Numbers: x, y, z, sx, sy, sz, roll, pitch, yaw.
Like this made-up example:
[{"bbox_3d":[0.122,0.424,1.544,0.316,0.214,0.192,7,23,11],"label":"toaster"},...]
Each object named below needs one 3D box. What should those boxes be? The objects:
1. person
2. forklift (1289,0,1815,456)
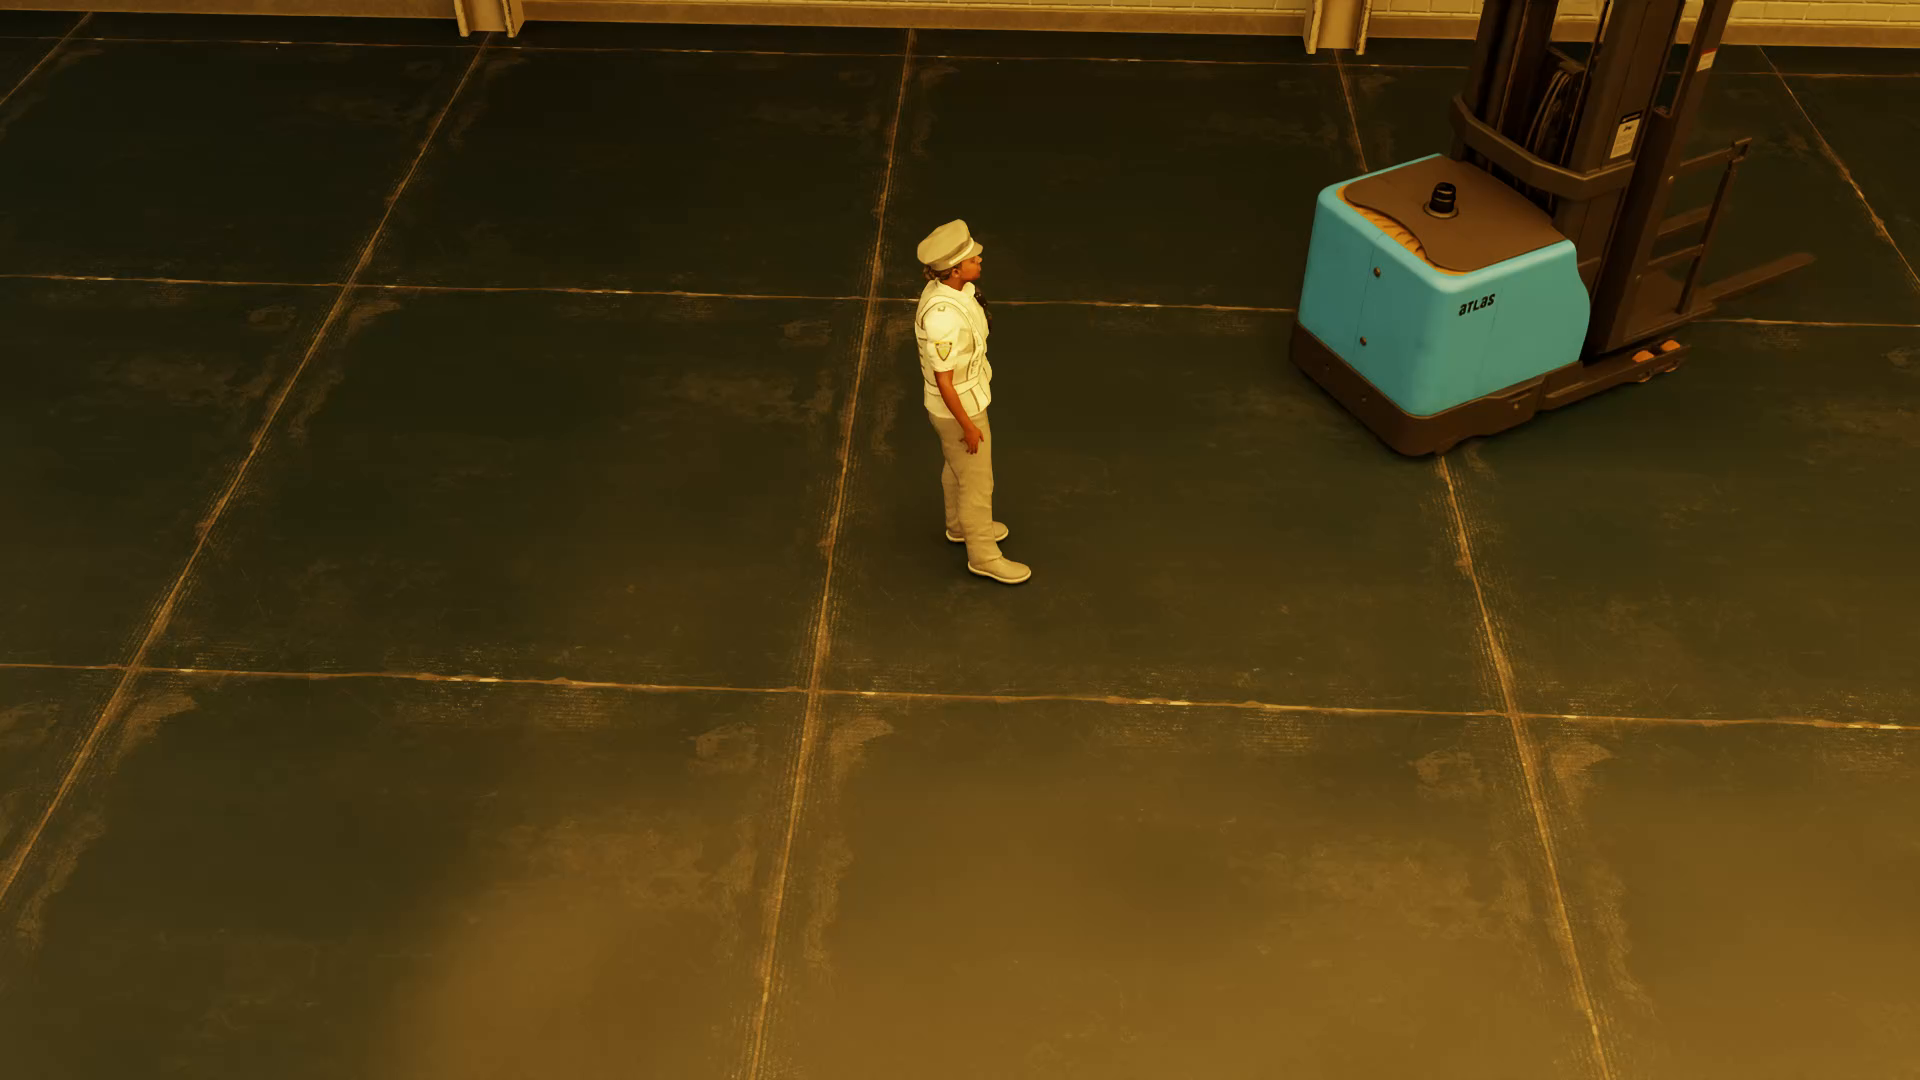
[{"bbox_3d":[0.074,-0.616,7.323,0.528,1.697,0.570,2,42,2],"label":"person"},{"bbox_3d":[3.303,-2.214,8.167,3.031,2.935,1.130,-20,46,-20],"label":"forklift"}]
